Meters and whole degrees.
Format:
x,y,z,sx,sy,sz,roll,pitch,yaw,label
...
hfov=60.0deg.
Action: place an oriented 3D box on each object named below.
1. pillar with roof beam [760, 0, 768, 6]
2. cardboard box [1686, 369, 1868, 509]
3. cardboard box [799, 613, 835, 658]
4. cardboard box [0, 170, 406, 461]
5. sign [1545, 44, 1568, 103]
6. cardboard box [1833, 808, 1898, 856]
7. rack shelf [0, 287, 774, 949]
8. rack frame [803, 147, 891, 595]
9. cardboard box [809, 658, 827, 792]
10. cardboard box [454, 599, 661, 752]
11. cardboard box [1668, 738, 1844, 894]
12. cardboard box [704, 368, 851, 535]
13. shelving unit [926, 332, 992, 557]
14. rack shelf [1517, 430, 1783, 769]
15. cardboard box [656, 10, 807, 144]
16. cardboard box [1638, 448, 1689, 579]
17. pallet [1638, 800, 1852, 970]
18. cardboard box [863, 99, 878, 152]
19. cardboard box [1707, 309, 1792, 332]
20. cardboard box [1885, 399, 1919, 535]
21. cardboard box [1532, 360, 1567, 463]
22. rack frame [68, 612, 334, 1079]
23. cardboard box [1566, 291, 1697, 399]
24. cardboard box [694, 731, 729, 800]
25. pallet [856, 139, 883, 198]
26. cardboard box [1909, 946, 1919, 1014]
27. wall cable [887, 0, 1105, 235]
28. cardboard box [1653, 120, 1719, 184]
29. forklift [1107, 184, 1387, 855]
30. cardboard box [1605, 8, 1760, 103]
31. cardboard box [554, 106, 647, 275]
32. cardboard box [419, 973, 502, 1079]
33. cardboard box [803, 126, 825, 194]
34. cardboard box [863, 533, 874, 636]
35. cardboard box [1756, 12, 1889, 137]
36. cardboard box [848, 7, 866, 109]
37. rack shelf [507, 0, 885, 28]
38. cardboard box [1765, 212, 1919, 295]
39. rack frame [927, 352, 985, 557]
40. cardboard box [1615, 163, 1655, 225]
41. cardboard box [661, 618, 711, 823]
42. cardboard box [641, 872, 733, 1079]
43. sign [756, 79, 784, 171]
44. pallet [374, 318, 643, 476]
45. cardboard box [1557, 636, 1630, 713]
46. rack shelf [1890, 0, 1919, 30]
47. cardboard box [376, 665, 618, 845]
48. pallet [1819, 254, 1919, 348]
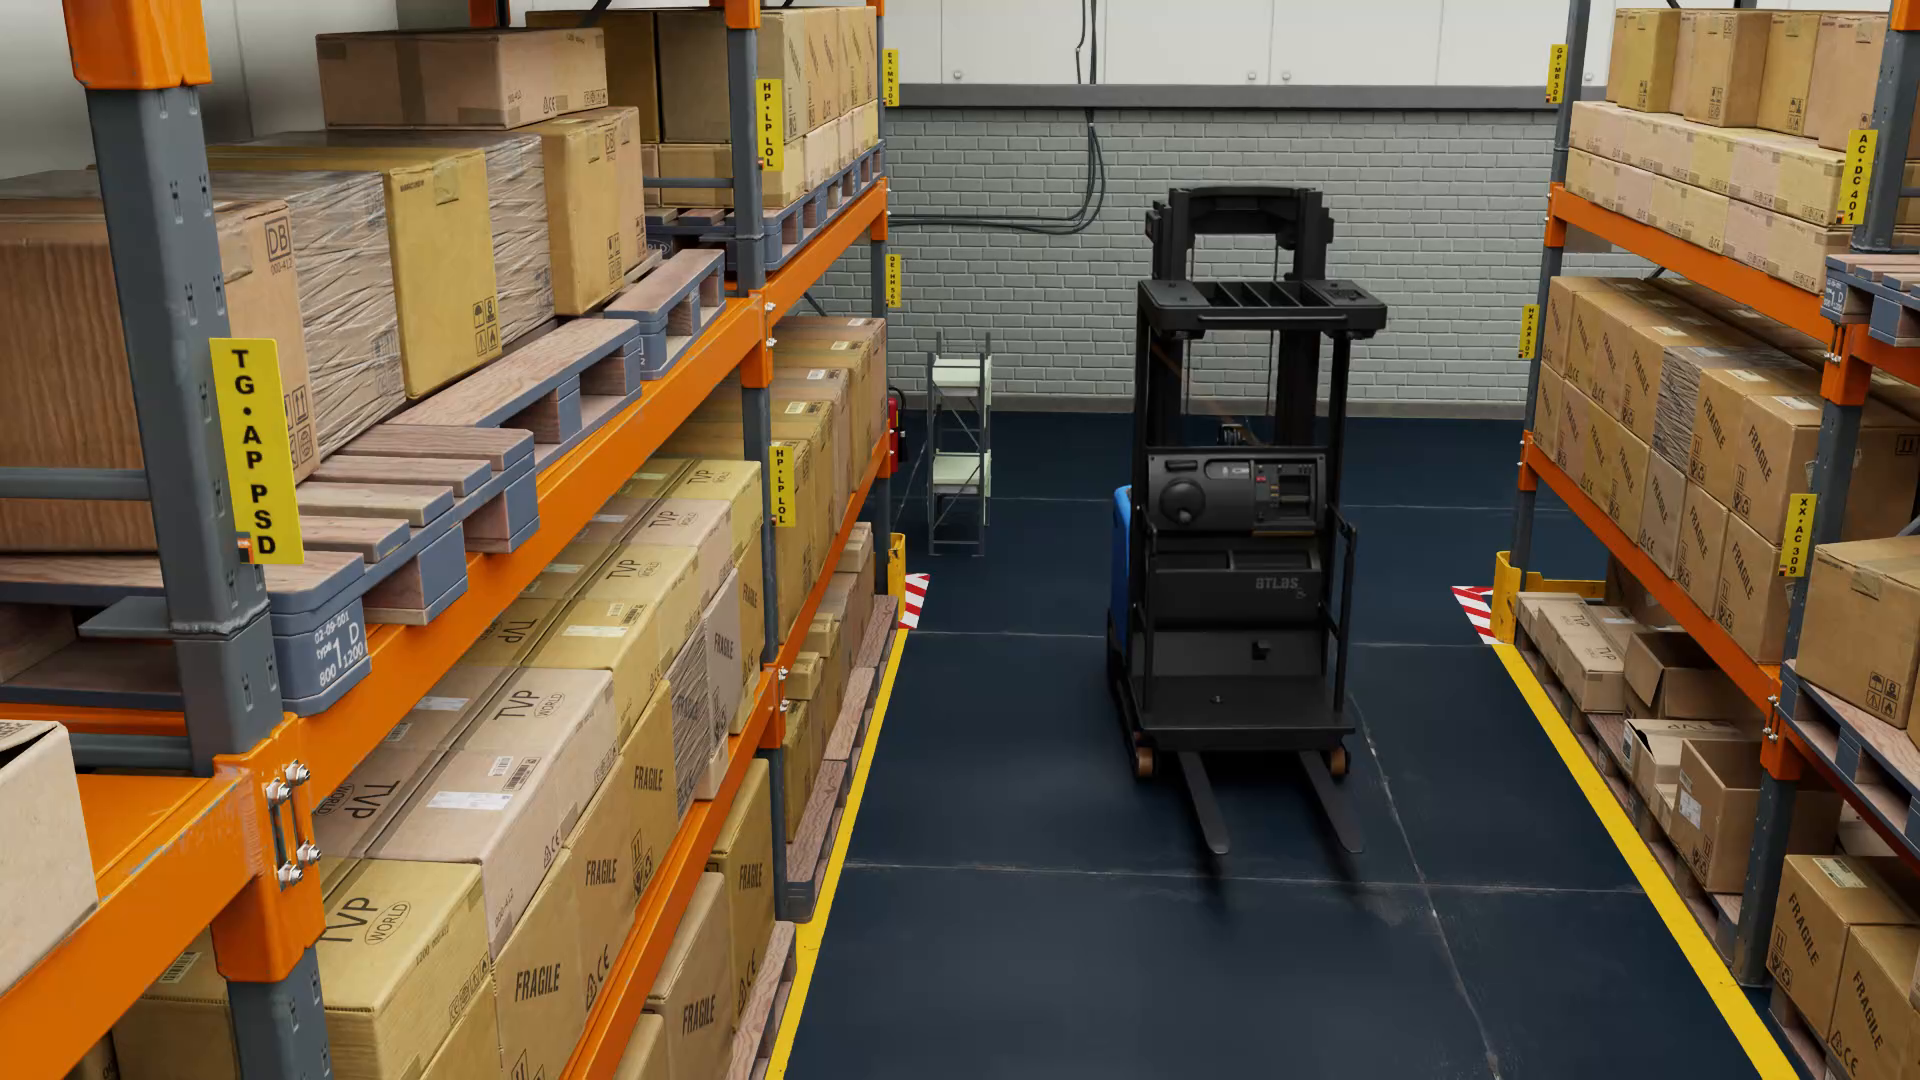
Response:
x,y,z,sx,sy,sz,roll,pitch,yaw,label
2.671,-4.560,11.887,9.100,9.000,0.400,1,18,4,pillar with roof beam
3.513,-0.440,7.182,0.500,0.500,0.500,1,18,3,cardboard box
-0.841,0.481,8.436,0.380,0.149,0.250,1,18,2,cardboard box
-1.564,-0.462,3.332,0.700,0.500,0.500,0,18,1,cardboard box
3.446,-2.691,9.596,0.100,0.325,0.005,1,18,4,sign
3.947,1.348,7.104,0.500,0.311,0.500,1,18,4,cardboard box
-1.384,-0.167,4.454,1.077,0.370,4.000,1,18,4,rack shelf
-0.954,-0.947,10.496,1.000,3.000,0.127,1,18,4,rack frame
-1.045,0.898,8.206,0.700,0.500,0.500,1,18,3,cardboard box
-1.137,0.367,4.612,0.500,0.250,0.500,1,18,3,cardboard box
3.459,1.200,7.251,0.500,0.500,0.500,1,18,4,cardboard box
-1.085,-0.468,8.553,0.980,0.700,0.700,0,18,1,cardboard box
0.000,-0.711,12.183,0.431,1.500,0.755,1,18,4,shelving unit
3.844,0.125,8.379,1.077,0.370,4.000,1,18,4,rack shelf
-0.910,-1.878,6.720,0.500,0.500,0.500,1,18,3,cardboard box
3.551,-0.124,7.822,0.500,0.500,0.500,2,18,5,cardboard box
3.751,1.517,7.456,1.003,0.211,1.213,1,18,4,pallet
-0.741,-2.315,9.259,0.500,0.250,0.500,2,18,6,cardboard box
4.162,-0.898,8.580,0.500,0.500,0.500,2,18,5,cardboard box
4.015,-0.258,6.627,0.500,0.500,0.500,2,18,5,cardboard box
3.693,-0.753,9.744,0.500,0.500,0.500,2,18,5,cardboard box
-1.527,1.538,2.913,1.000,3.000,0.127,1,18,4,rack frame
3.663,-1.066,9.092,0.500,0.500,0.500,1,18,4,cardboard box
-1.001,0.758,5.663,0.380,0.149,0.250,1,18,4,cardboard box
-0.996,-2.100,9.339,1.003,0.211,1.213,1,18,4,pallet
3.351,1.482,5.185,0.500,0.250,0.500,1,18,4,cardboard box
-0.192,-4.071,15.382,3.097,2.526,0.112,1,18,4,wall cable
3.579,-1.810,7.750,0.500,0.250,0.500,1,18,4,cardboard box
1.451,-0.252,8.485,1.130,2.935,3.031,0,18,-1,forklift
3.967,-2.626,9.036,0.700,0.500,0.500,1,18,4,cardboard box
-1.413,-1.116,5.327,0.700,0.500,0.500,0,18,1,cardboard box
-1.237,1.194,3.291,0.500,0.500,0.500,2,18,6,cardboard box
-0.877,-1.673,7.299,0.500,0.250,0.500,1,18,3,cardboard box
-0.904,0.261,10.150,0.700,0.500,0.500,1,18,4,cardboard box
3.905,-2.003,7.135,0.700,0.500,0.500,1,18,4,cardboard box
-0.781,-2.516,8.669,0.500,0.500,0.500,2,18,6,cardboard box
-1.097,-2.645,7.841,1.077,0.370,4.000,1,18,4,rack shelf
3.470,-1.106,6.406,0.500,0.250,0.500,1,18,4,cardboard box
-0.027,-0.597,11.836,0.400,1.500,0.023,1,18,4,rack frame
3.614,-1.728,8.302,0.500,0.250,0.500,1,18,4,cardboard box
-1.093,0.560,5.225,0.500,0.500,0.500,1,18,4,cardboard box
-1.218,1.598,5.507,0.750,0.750,0.750,2,18,6,cardboard box
-0.698,-1.516,6.081,0.100,0.325,0.005,1,18,4,sign
-1.457,-0.347,4.150,1.003,0.211,1.213,2,18,6,pallet
3.594,0.733,9.078,0.500,0.250,0.500,1,18,4,cardboard box
3.557,-1.293,3.715,1.077,0.370,4.000,1,18,4,rack shelf
-1.168,0.525,4.128,0.500,0.250,0.500,1,18,4,cardboard box
3.584,-0.731,5.320,1.213,0.211,1.003,1,18,4,pallet
